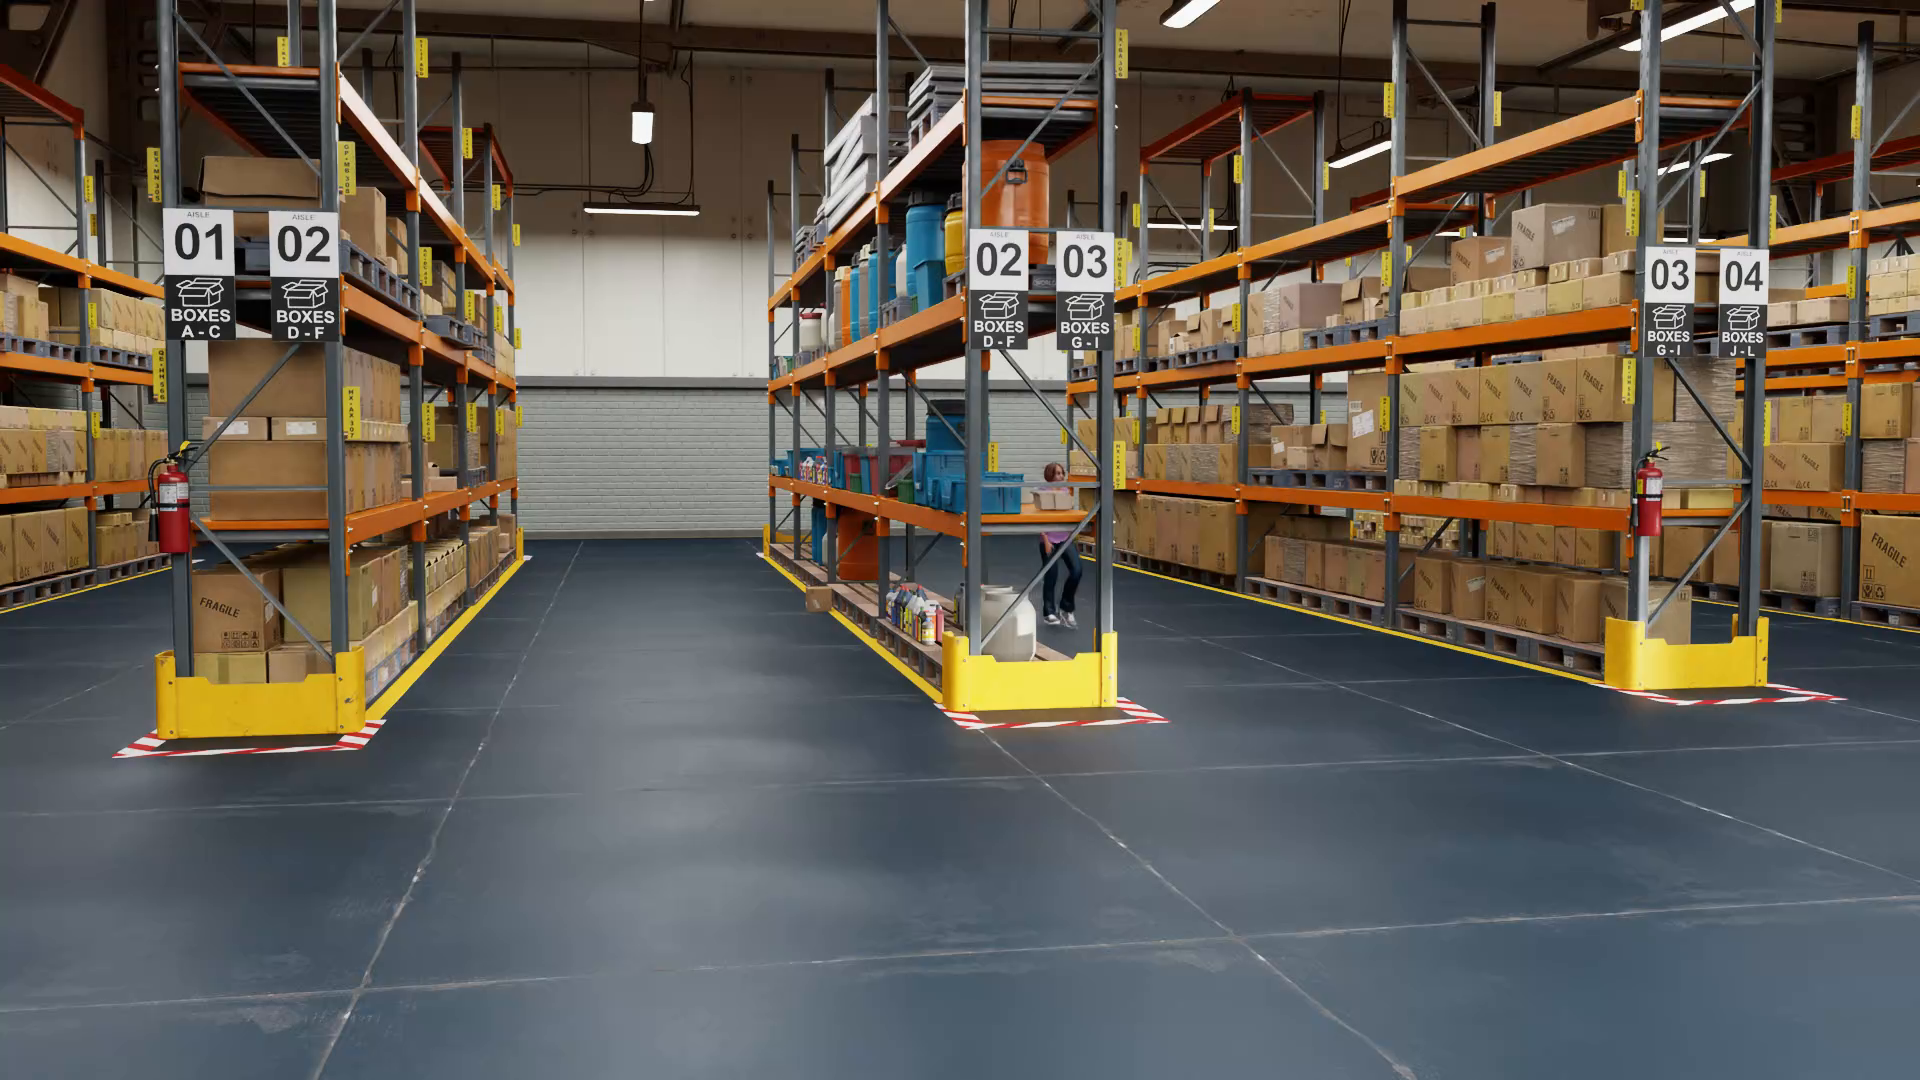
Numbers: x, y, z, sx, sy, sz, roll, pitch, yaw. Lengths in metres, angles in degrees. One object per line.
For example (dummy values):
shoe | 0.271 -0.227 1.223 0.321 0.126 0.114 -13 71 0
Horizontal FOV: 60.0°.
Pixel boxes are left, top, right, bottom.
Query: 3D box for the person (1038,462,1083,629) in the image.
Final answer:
person | 0.945 0.055 16.172 0.419 1.628 0.450 -2 4 -26
